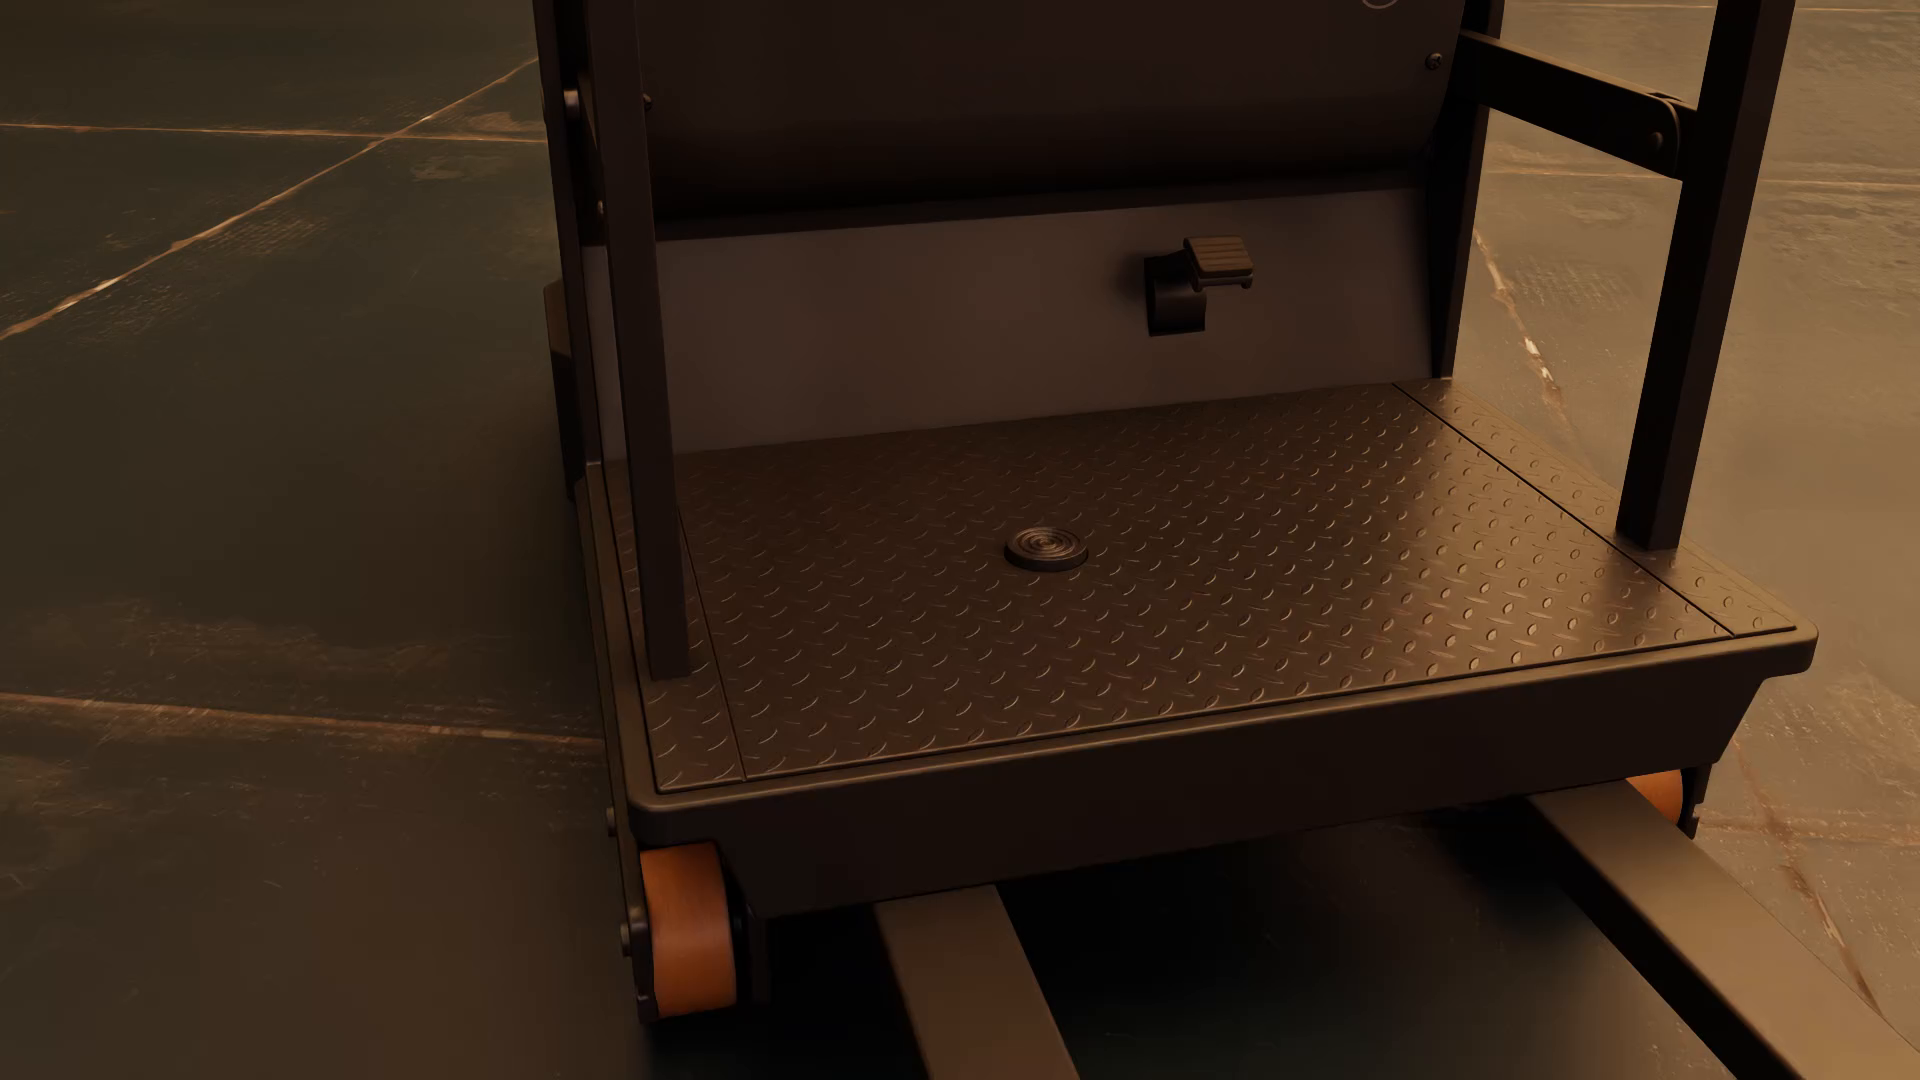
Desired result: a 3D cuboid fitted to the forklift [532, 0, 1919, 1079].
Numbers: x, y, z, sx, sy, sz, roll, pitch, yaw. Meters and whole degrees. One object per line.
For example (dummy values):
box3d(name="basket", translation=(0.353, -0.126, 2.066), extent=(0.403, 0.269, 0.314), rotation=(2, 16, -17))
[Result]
box3d(name="forklift", translation=(0.153, -1.049, 1.319), extent=(1.130, 2.935, 3.031), rotation=(-7, 27, -13))
